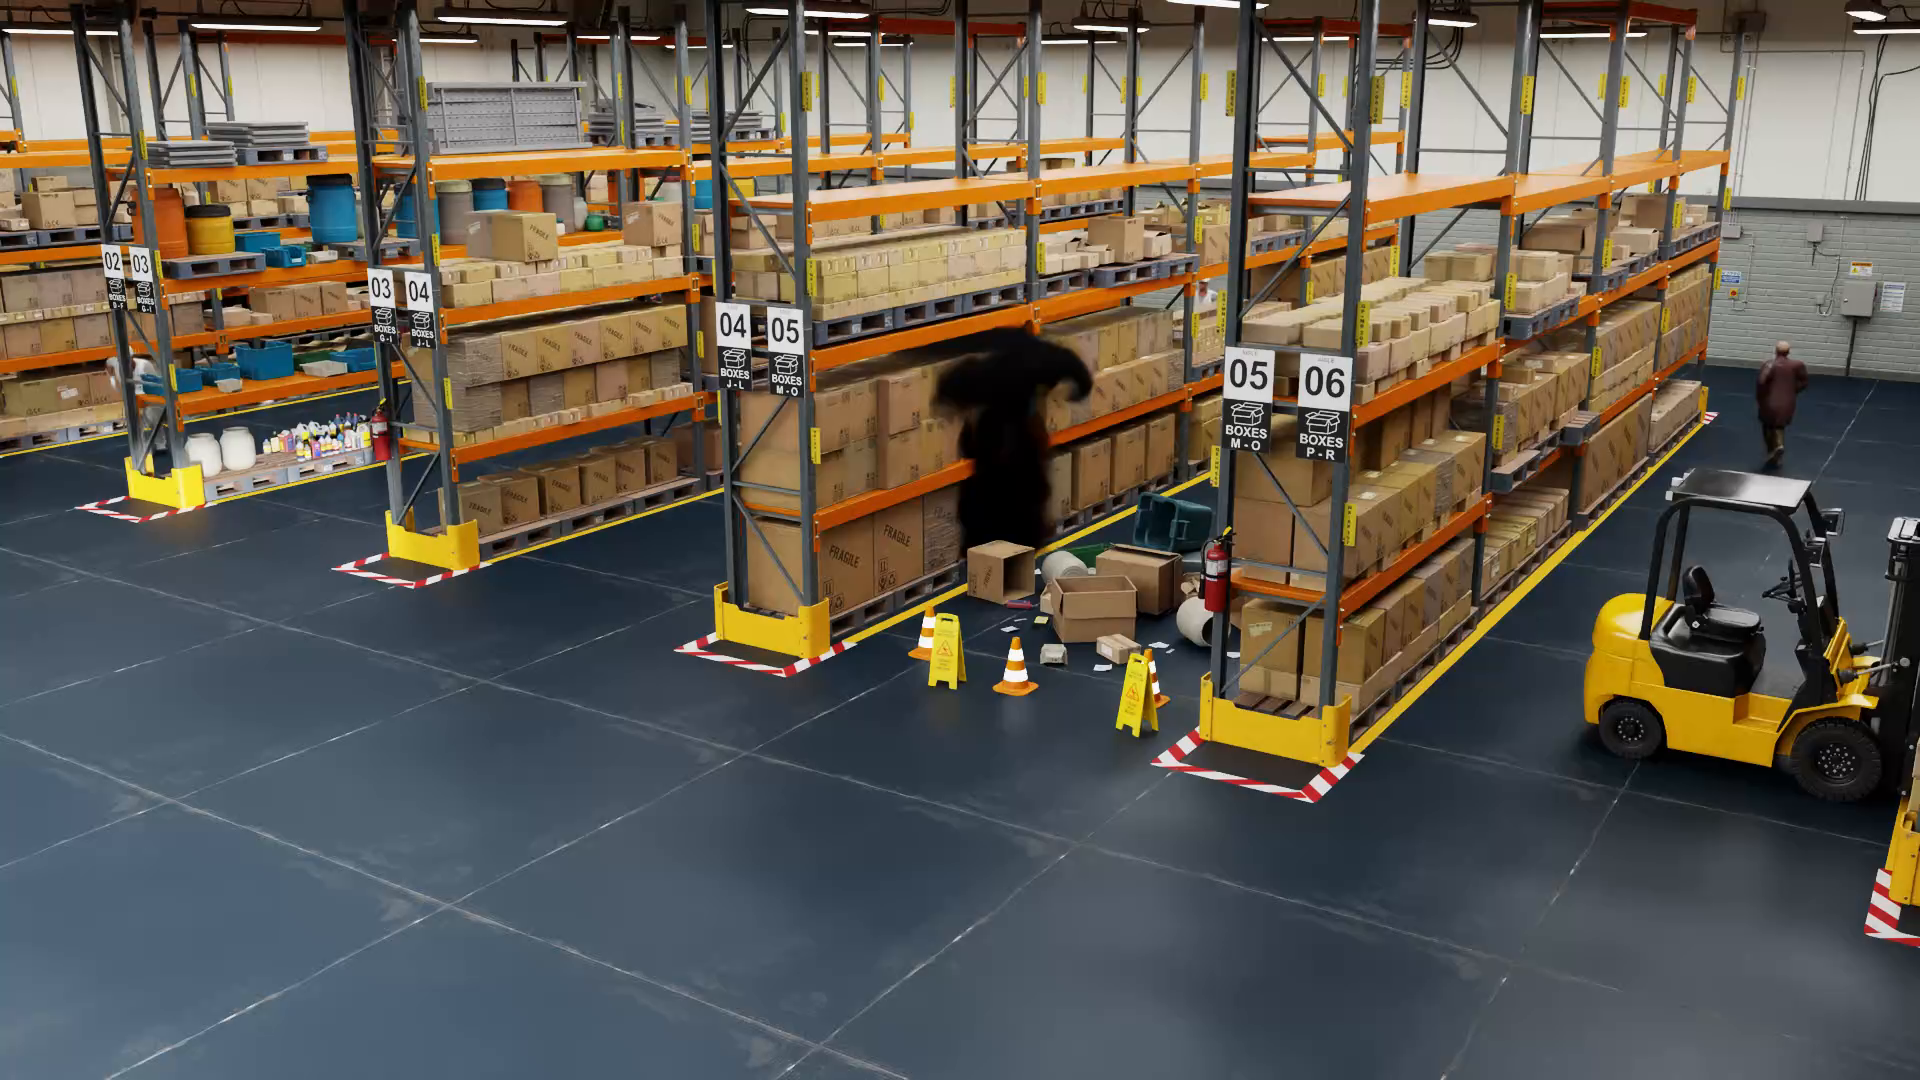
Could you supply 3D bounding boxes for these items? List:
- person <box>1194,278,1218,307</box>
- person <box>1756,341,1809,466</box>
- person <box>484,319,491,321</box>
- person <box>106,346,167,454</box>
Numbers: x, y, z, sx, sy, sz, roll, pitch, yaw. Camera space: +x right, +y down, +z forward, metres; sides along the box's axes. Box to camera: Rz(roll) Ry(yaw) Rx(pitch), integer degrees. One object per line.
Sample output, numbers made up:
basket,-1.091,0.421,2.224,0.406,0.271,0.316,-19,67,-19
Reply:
person,4.345,-3.850,29.727,0.646,1.766,0.775,10,18,31
person,11.129,-1.807,22.537,0.694,1.735,0.709,3,16,12
person,-7.839,-3.068,27.105,0.519,1.747,0.848,13,20,38
person,-11.430,-1.925,23.134,0.735,1.682,0.987,-1,16,-4
